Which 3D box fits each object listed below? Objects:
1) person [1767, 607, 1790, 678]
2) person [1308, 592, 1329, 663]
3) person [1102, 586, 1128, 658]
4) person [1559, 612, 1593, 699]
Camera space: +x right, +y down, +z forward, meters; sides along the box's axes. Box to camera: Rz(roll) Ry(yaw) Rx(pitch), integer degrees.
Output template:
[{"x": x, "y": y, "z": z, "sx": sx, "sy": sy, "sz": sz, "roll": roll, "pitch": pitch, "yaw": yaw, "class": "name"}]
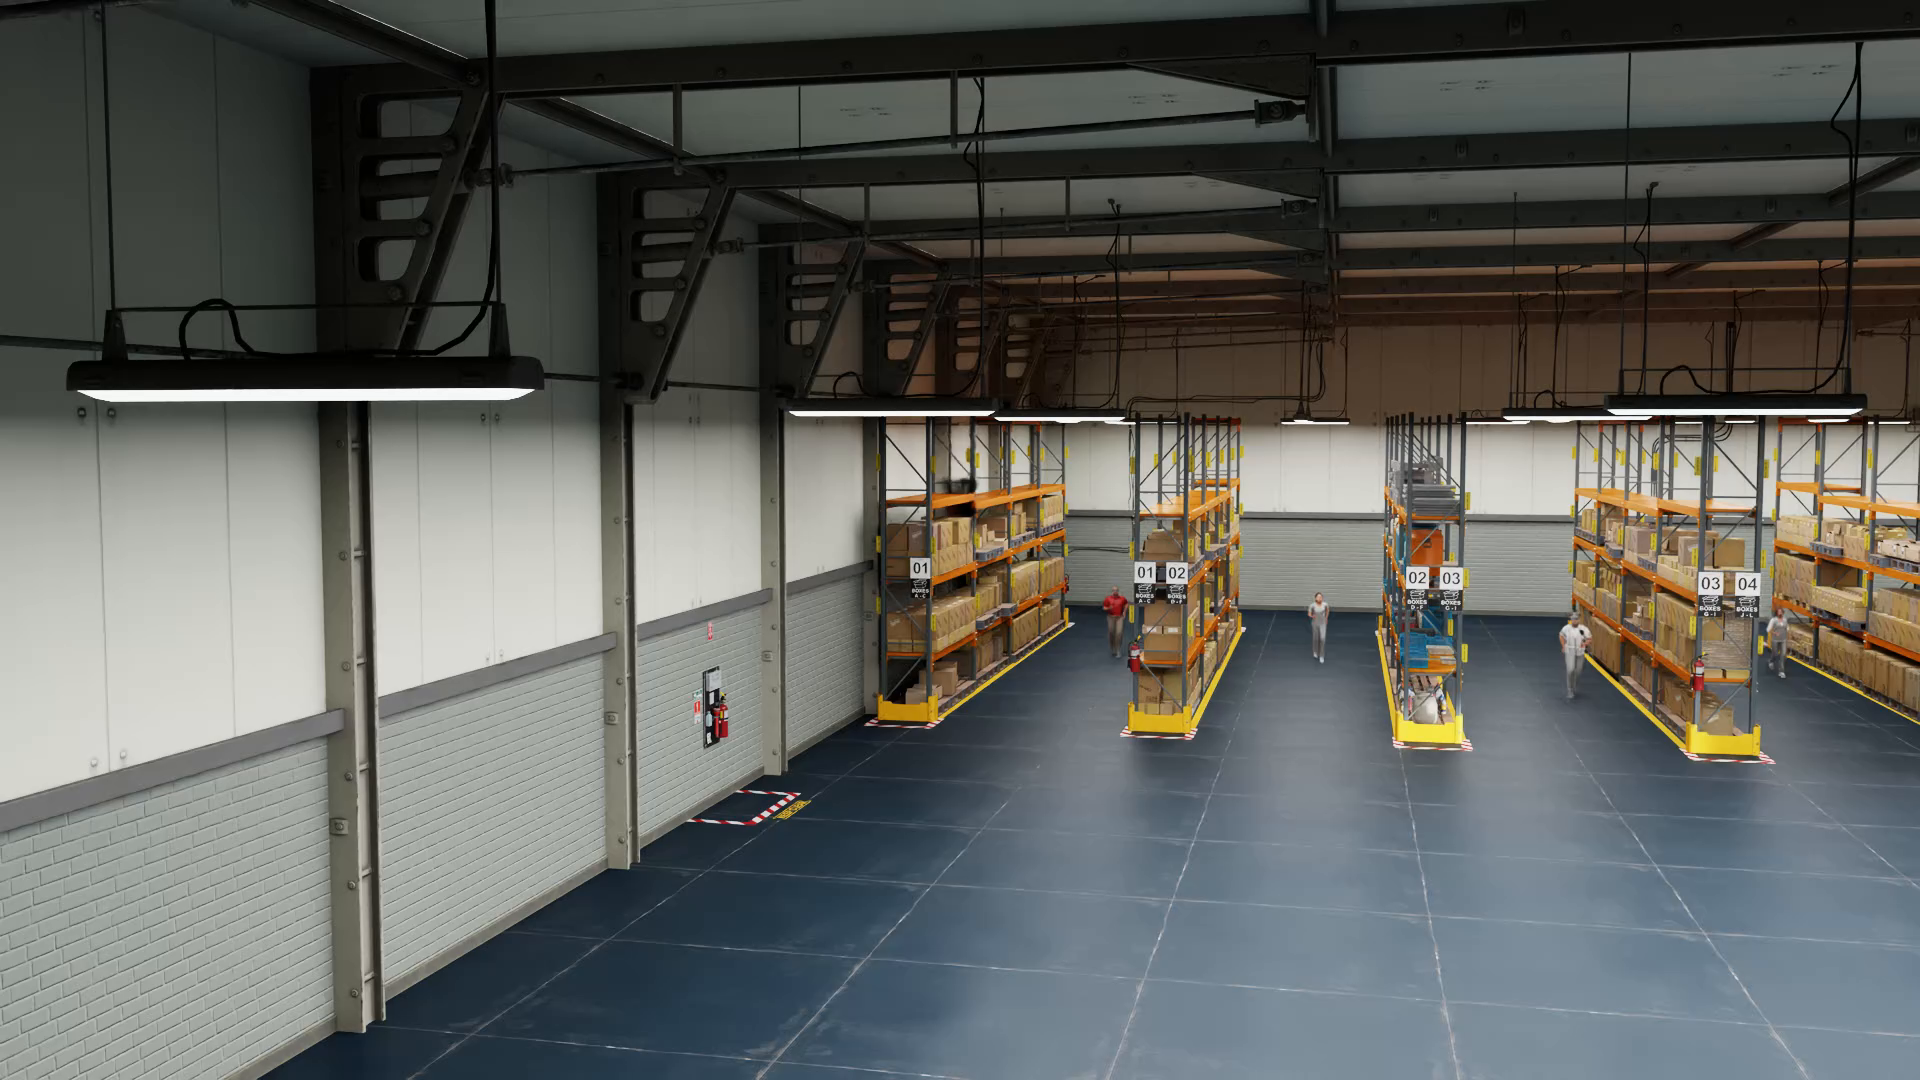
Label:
[{"x": 18.824, "y": 2.339, "z": 38.226, "sx": 0.538, "sy": 1.590, "sz": 0.812, "roll": 1, "pitch": 4, "yaw": 8, "class": "person"}, {"x": 8.795, "y": 2.121, "z": 40.810, "sx": 0.518, "sy": 1.696, "sz": 0.887, "roll": 1, "pitch": 4, "yaw": 11, "class": "person"}, {"x": 3.884, "y": 2.044, "z": 41.654, "sx": 0.636, "sy": 1.787, "sz": 0.762, "roll": 0, "pitch": 4, "yaw": 6, "class": "person"}, {"x": 13.126, "y": 2.440, "z": 35.476, "sx": 0.635, "sy": 1.842, "sz": 0.830, "roll": 1, "pitch": 4, "yaw": 14, "class": "person"}]
